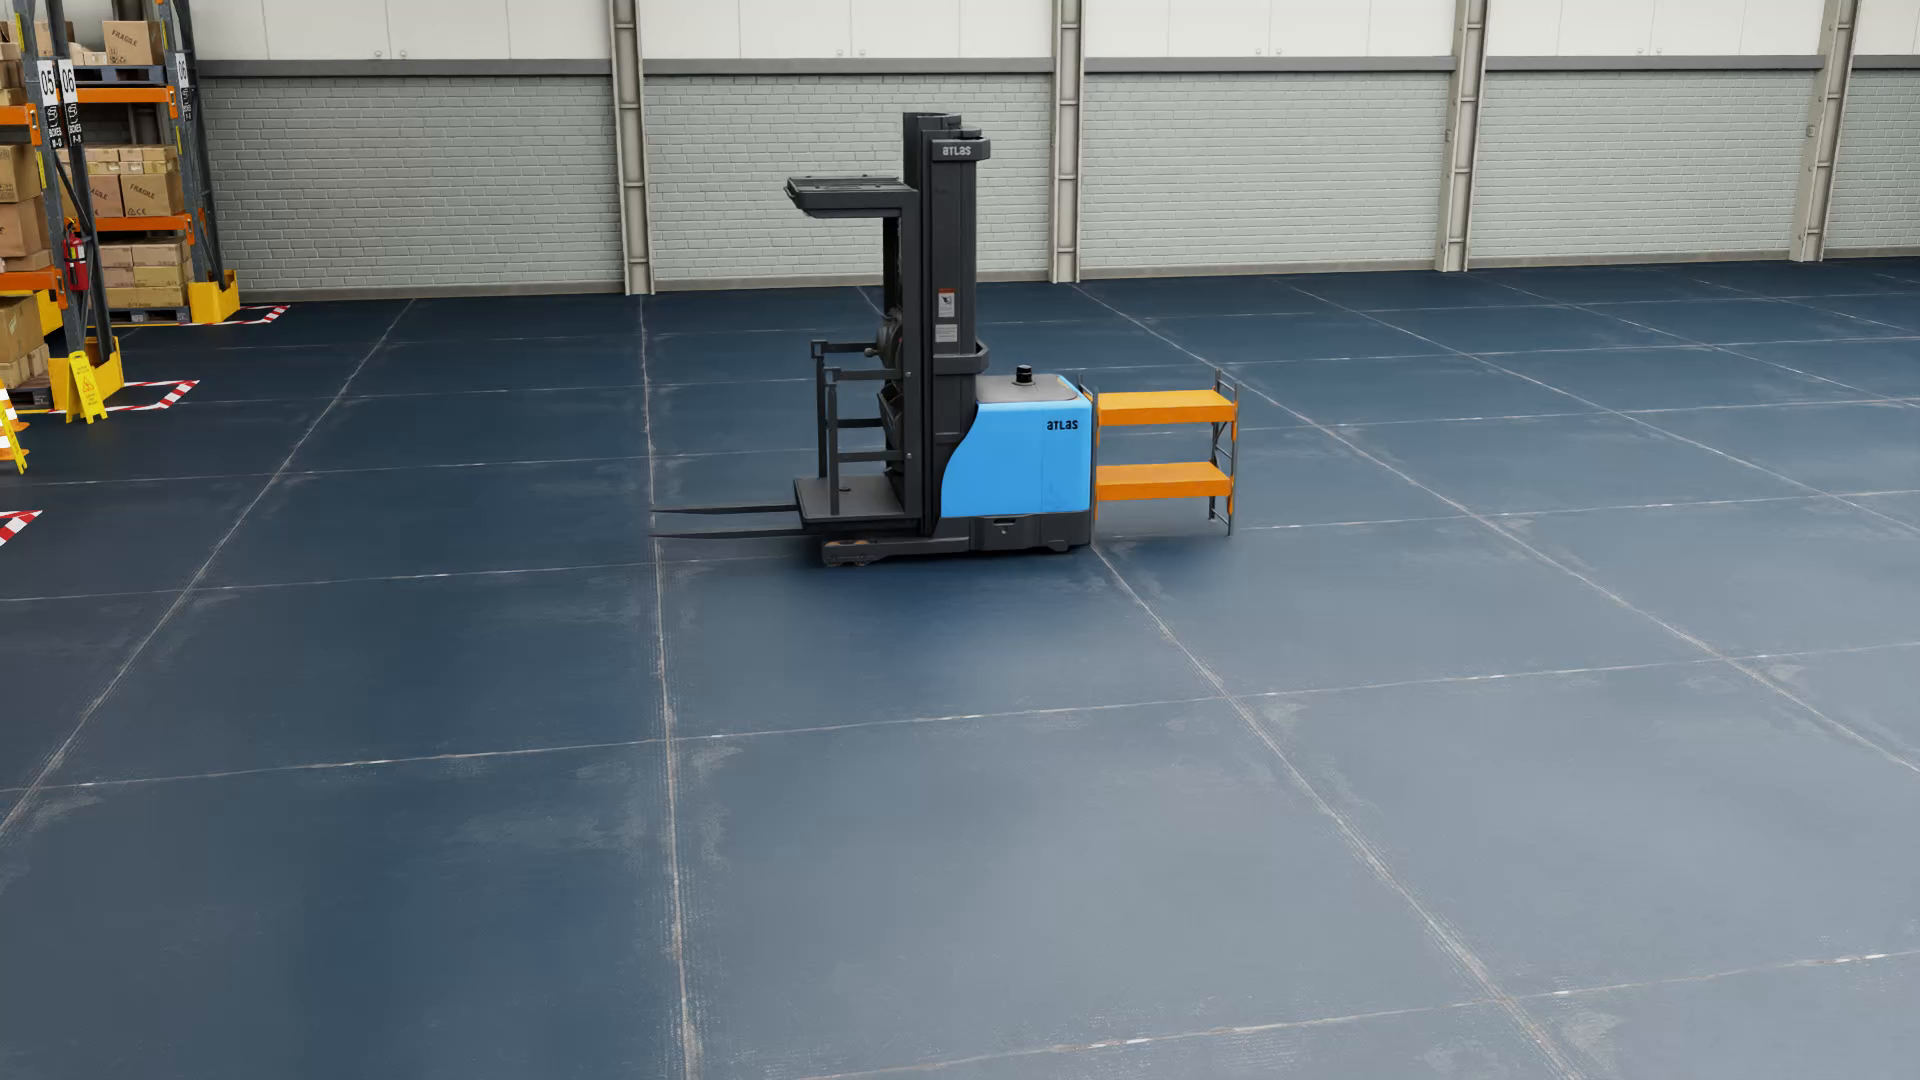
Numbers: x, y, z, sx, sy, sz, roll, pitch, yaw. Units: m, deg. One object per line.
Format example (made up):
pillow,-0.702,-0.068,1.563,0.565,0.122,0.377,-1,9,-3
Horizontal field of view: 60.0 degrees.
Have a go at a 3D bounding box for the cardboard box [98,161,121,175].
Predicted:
cardboard box,-10.233,-4.511,20.116,0.250,0.149,0.380,-3,17,-9

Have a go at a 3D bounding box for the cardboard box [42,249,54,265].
cardboard box,-8.862,-2.763,16.127,0.250,0.149,0.380,-3,17,-10

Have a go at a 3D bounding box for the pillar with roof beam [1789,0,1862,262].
pillar with roof beam,14.092,-7.458,20.766,0.400,9.000,9.100,-3,17,-10

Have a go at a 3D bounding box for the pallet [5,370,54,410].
pallet,-9.368,-1.470,16.239,1.213,0.211,1.003,-3,17,-10

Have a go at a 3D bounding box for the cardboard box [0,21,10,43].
cardboard box,-11.429,-5.860,19.612,0.637,0.503,0.797,-3,17,-9

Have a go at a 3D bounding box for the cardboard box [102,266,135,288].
cardboard box,-10.347,-3.256,20.421,0.500,0.250,0.500,-3,17,-11

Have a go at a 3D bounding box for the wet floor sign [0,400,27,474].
wet floor sign,-7.798,-0.868,13.539,0.232,0.644,0.267,-6,18,-20

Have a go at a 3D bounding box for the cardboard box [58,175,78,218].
cardboard box,-10.882,-4.163,20.086,0.500,0.500,0.500,-4,17,-11

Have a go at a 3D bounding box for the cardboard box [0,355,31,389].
cardboard box,-9.255,-1.605,15.896,0.500,0.250,0.500,-3,17,-11

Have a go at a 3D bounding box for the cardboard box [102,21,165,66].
cardboard box,-9.823,-5.908,19.775,0.500,0.500,0.500,-3,17,-9

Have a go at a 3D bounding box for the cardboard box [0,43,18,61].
cardboard box,-8.765,-4.433,15.098,0.250,0.149,0.380,-3,17,-10

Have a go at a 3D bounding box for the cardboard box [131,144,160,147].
cardboard box,-10.077,-4.819,20.612,0.250,0.149,0.380,-3,17,-9

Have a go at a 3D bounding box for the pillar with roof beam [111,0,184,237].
pillar with roof beam,-9.472,-6.121,16.413,0.400,9.000,9.100,-3,17,-10

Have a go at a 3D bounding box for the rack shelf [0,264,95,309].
rack shelf,-10.453,-2.387,15.700,4.000,0.370,1.077,-3,17,-10

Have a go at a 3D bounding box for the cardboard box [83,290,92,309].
cardboard box,-10.819,-2.992,20.412,0.500,0.250,0.500,-3,17,-10

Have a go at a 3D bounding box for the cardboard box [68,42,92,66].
cardboard box,-10.439,-5.743,19.637,0.258,0.266,0.396,-3,17,-10

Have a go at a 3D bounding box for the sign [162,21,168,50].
sign,-9.345,-5.935,19.545,0.005,0.325,0.100,-3,17,-10

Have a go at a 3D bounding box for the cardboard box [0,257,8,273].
cardboard box,-9.043,-2.594,15.575,0.250,0.149,0.380,-3,17,-11

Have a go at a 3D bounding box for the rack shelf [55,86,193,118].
rack shelf,-11.398,-5.252,19.918,4.000,0.370,1.077,-3,17,-10

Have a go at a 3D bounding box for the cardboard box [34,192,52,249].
cardboard box,-9.007,-3.086,16.073,0.500,0.500,0.500,-4,17,-11

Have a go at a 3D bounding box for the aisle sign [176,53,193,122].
aisle sign,-9.314,-5.435,19.970,0.004,0.787,0.394,-3,17,-10

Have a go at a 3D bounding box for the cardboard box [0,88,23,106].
cardboard box,-8.786,-4.056,15.226,0.250,0.149,0.380,-3,17,-10

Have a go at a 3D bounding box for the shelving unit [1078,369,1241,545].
shelving unit,1.396,-0.599,11.847,1.048,1.125,0.538,-3,17,-9

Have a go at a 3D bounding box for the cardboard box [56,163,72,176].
cardboard box,-10.732,-4.472,19.989,0.250,0.149,0.380,-4,17,-12

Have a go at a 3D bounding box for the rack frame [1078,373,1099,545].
rack frame,0.894,-0.576,11.770,0.032,1.125,0.500,-3,17,-9

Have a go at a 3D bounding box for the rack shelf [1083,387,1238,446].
rack shelf,1.396,-0.879,11.761,1.000,0.278,0.538,-3,17,-9

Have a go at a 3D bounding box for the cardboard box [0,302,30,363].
cardboard box,-9.226,-1.967,15.799,0.500,0.500,0.500,-3,17,-10

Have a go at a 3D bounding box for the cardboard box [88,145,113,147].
cardboard box,-10.570,-4.783,20.493,0.250,0.149,0.380,-3,17,-10

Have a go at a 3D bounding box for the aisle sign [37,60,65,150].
aisle sign,-8.373,-4.005,15.314,0.004,0.787,0.394,-3,17,-10

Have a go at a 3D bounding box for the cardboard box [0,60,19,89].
cardboard box,-8.940,-4.241,15.149,0.500,0.250,0.500,-3,17,-11

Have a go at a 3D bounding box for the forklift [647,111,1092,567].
forklift,-0.655,-1.386,11.331,3.031,2.935,1.130,-3,17,-9

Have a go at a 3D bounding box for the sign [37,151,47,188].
sign,-8.403,-3.386,15.216,0.005,0.325,0.100,-3,17,-10

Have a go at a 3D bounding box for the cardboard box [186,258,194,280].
cardboard box,-9.935,-3.432,20.993,0.500,0.250,0.500,-3,17,-9

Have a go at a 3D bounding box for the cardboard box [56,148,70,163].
cardboard box,-10.727,-4.608,19.925,0.250,0.149,0.380,-3,17,-9

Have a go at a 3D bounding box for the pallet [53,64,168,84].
pallet,-10.133,-5.633,20.084,1.213,0.211,1.003,-3,17,-10

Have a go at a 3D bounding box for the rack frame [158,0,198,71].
rack frame,-9.434,-7.141,19.734,0.127,3.000,1.000,-3,17,-10

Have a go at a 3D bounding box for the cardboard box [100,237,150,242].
cardboard box,-10.432,-3.636,20.807,0.500,0.250,0.500,-3,17,-10

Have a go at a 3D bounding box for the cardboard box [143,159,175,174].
cardboard box,-9.721,-4.531,20.179,0.250,0.149,0.380,-3,17,-10

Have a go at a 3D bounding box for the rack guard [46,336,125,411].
rack guard,-8.564,-1.643,16.310,0.348,0.500,1.175,-3,17,-10

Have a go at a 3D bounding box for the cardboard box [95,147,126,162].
cardboard box,-10.234,-4.647,20.052,0.250,0.149,0.380,-3,17,-9

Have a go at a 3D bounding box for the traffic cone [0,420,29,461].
traffic cone,-8.122,-0.933,14.061,0.334,0.463,0.336,-3,17,-10

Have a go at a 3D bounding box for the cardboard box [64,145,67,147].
cardboard box,-11.101,-4.775,20.467,0.250,0.149,0.380,-4,17,-12

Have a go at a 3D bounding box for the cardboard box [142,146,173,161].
cardboard box,-9.746,-4.692,20.199,0.250,0.149,0.380,-3,17,-10

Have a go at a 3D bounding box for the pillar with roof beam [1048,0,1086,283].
pillar with roof beam,2.310,-6.789,18.590,0.400,9.000,9.100,-3,17,-10

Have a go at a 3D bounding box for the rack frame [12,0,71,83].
rack frame,-8.489,-5.710,15.076,0.127,3.000,1.000,-3,17,-10

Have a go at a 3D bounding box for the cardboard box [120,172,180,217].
cardboard box,-9.868,-4.218,20.265,0.500,0.500,0.500,-4,17,-12

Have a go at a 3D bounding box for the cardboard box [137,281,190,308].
cardboard box,-9.836,-3.042,20.575,0.500,0.250,0.500,-3,17,-10

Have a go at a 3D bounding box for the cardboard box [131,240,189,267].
cardboard box,-9.827,-3.522,20.434,0.500,0.250,0.500,-3,17,-9
